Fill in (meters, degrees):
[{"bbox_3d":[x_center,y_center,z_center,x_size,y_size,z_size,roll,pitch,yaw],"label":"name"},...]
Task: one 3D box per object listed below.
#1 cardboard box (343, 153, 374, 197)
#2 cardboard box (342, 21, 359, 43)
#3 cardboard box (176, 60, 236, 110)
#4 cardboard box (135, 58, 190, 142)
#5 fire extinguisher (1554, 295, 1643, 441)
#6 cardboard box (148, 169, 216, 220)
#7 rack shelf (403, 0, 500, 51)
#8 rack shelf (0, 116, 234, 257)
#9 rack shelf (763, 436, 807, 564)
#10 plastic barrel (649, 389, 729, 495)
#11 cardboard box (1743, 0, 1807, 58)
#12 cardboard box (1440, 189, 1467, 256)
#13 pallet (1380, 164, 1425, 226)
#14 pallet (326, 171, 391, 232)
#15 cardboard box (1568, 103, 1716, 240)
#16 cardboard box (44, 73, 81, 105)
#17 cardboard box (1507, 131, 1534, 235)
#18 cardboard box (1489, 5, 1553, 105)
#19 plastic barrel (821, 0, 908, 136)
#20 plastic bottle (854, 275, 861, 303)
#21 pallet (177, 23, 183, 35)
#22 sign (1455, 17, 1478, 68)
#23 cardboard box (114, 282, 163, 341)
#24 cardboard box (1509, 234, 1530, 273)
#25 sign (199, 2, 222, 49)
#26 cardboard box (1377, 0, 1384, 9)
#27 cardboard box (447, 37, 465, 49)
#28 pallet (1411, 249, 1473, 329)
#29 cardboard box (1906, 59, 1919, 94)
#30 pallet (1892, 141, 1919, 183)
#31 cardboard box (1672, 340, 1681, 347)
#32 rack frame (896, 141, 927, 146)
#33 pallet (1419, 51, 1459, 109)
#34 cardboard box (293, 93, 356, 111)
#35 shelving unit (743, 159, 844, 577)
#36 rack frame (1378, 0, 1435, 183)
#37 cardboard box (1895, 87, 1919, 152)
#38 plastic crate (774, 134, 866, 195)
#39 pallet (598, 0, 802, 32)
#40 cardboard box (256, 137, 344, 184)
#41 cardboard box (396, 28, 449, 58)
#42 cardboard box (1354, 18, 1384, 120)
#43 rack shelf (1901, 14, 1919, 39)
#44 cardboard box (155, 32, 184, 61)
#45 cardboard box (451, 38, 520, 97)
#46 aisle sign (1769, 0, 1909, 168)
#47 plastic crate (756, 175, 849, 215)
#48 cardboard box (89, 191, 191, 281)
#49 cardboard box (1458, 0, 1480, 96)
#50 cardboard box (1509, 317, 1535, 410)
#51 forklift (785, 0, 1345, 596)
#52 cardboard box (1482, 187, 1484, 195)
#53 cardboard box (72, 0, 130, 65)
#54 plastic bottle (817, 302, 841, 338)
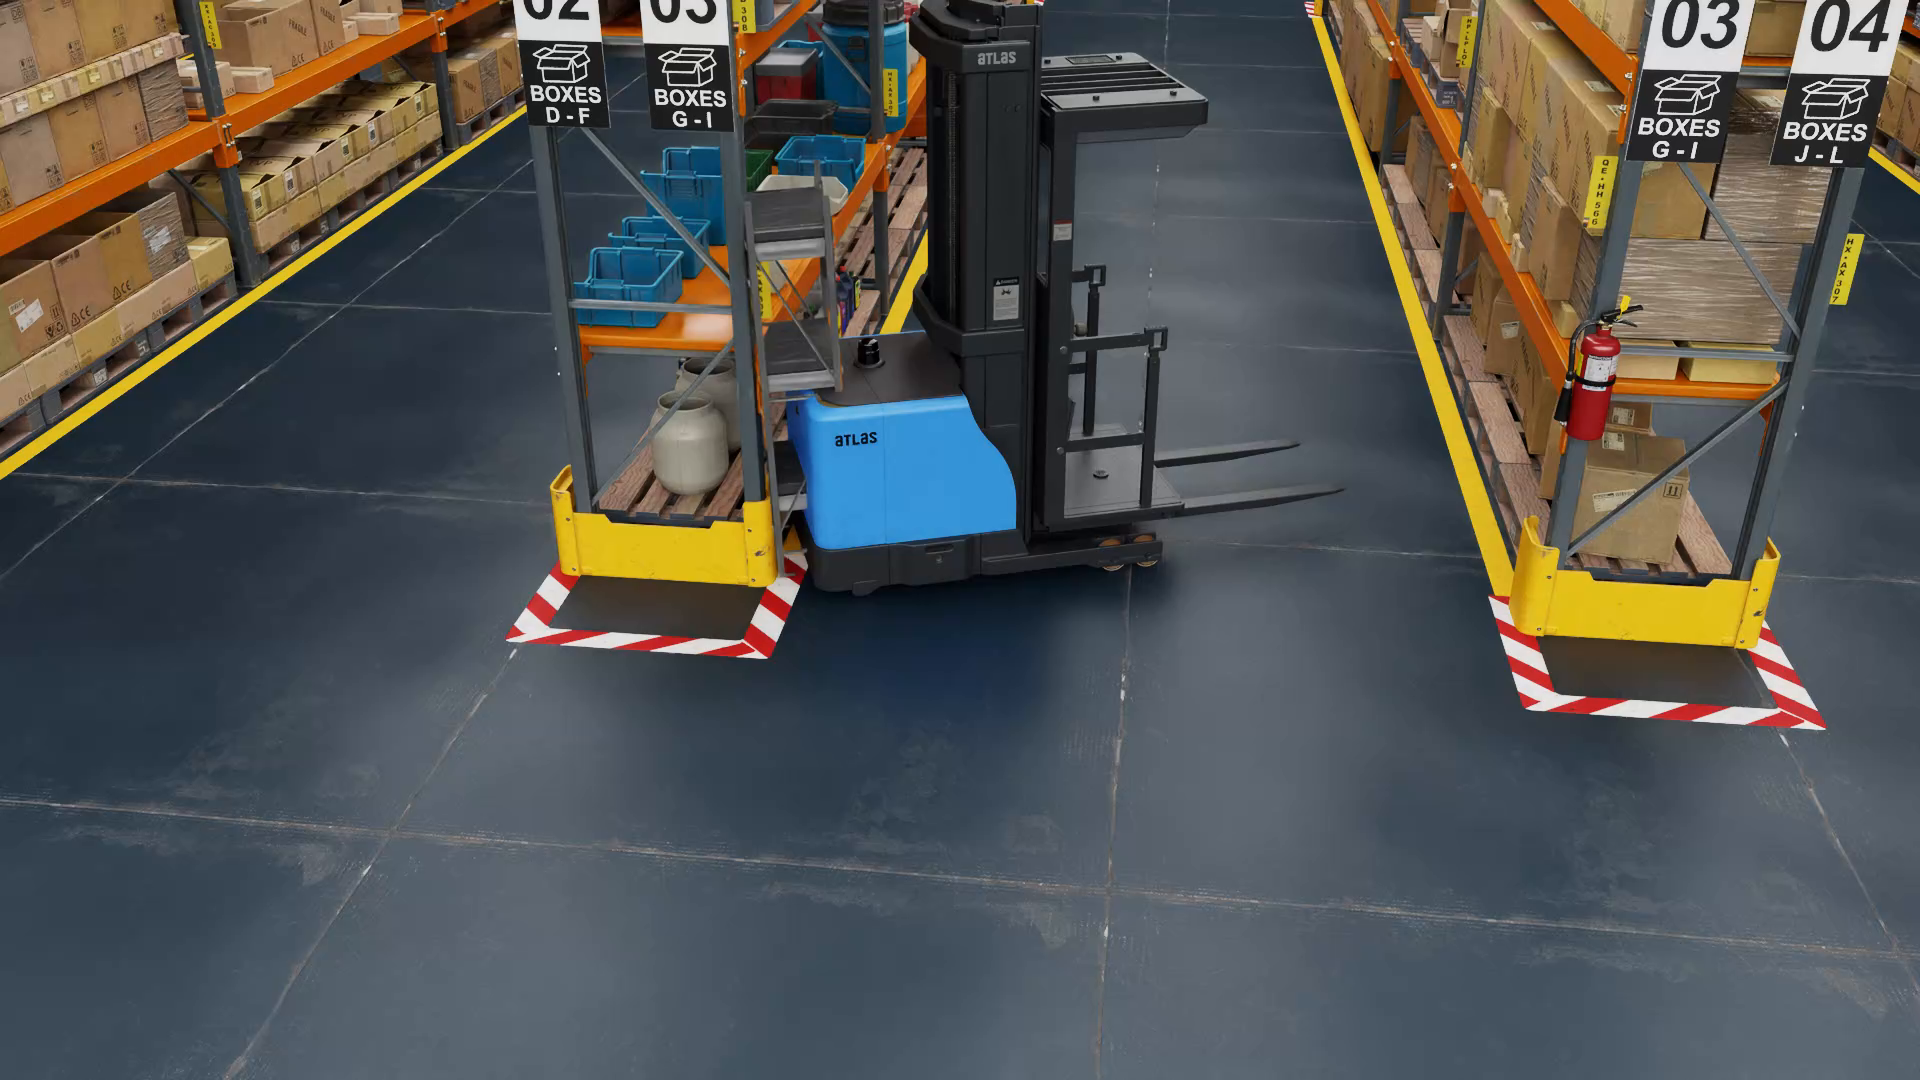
[{"bbox_3d":[-5.459,-3.191,14.466,0.500,0.250,0.500,4,29,7],"label":"cardboard box"},{"bbox_3d":[-5.552,-4.485,14.678,0.380,0.149,0.250,5,29,10],"label":"cardboard box"},{"bbox_3d":[-5.925,-3.485,12.714,0.500,0.250,0.500,5,29,9],"label":"cardboard box"},{"bbox_3d":[-5.990,-3.152,11.832,0.700,0.500,0.500,3,28,5],"label":"cardboard box"},{"bbox_3d":[2.928,-0.795,7.645,0.296,0.674,0.183,3,28,6],"label":"fire extinguisher"},{"bbox_3d":[-6.177,-2.745,13.048,0.500,0.311,0.500,3,28,6],"label":"cardboard box"},{"bbox_3d":[-5.207,-5.824,17.657,1.077,0.370,4.000,3,28,6],"label":"rack shelf"},{"bbox_3d":[-6.187,-2.059,10.667,1.077,0.370,4.000,3,28,6],"label":"rack shelf"},{"bbox_3d":[-0.813,-0.238,8.911,0.431,0.518,0.480,-6,33,-7],"label":"rack shelf"},{"bbox_3d":[-1.512,-0.548,9.285,0.421,0.512,0.421,0,28,0],"label":"plastic barrel"},{"bbox_3d":[3.714,-2.323,7.394,0.500,0.250,0.500,4,29,8],"label":"cardboard box"},{"bbox_3d":[4.063,-2.344,12.609,0.700,0.500,0.500,3,28,6],"label":"cardboard box"},{"bbox_3d":[4.282,-3.027,14.646,1.003,0.211,1.213,3,28,6],"label":"pallet"},{"bbox_3d":[-5.744,-3.014,14.622,1.003,0.211,1.213,3,28,6],"label":"pallet"},{"bbox_3d":[3.221,-1.745,7.853,0.500,0.500,0.500,3,28,6],"label":"cardboard box"},{"bbox_3d":[-5.920,-2.908,10.696,0.380,0.149,0.250,4,29,8],"label":"cardboard box"},{"bbox_3d":[3.613,-1.999,9.378,0.875,0.500,0.500,3,28,6],"label":"cardboard box"},{"bbox_3d":[3.522,-2.922,10.038,0.500,0.500,0.500,3,28,6],"label":"cardboard box"},{"bbox_3d":[-0.679,-3.412,11.892,0.600,0.901,0.708,3,28,6],"label":"plastic barrel"},{"bbox_3d":[-0.762,-1.800,11.915,0.097,0.201,0.097,0,28,0],"label":"plastic bottle"},{"bbox_3d":[-9.708,-6.494,21.082,1.003,0.211,1.213,3,28,6],"label":"pallet"},{"bbox_3d":[3.338,-3.280,10.954,0.100,0.325,0.005,3,28,6],"label":"sign"},{"bbox_3d":[-5.900,-1.589,11.493,0.500,0.250,0.500,3,28,6],"label":"cardboard box"},{"bbox_3d":[3.309,-1.604,9.330,0.380,0.149,0.250,3,28,6],"label":"cardboard box"},{"bbox_3d":[-5.391,-3.701,11.961,0.100,0.325,0.005,3,28,6],"label":"sign"},{"bbox_3d":[4.321,-5.392,15.990,0.500,0.500,0.500,2,28,5],"label":"cardboard box"},{"bbox_3d":[-5.507,-4.990,17.522,0.500,0.500,0.500,2,28,4],"label":"cardboard box"},{"bbox_3d":[3.983,-1.878,12.514,1.003,0.211,1.213,3,28,6],"label":"pallet"},{"bbox_3d":[9.164,-4.276,15.427,0.500,0.250,0.500,4,29,7],"label":"cardboard box"},{"bbox_3d":[9.387,-3.426,15.388,1.003,0.211,1.213,3,28,6],"label":"pallet"},{"bbox_3d":[3.720,-0.983,8.176,0.380,0.149,0.250,3,28,6],"label":"cardboard box"},{"bbox_3d":[-0.536,-4.910,15.201,1.000,3.000,0.127,3,28,6],"label":"rack frame"},{"bbox_3d":[4.177,-3.604,12.978,1.003,0.211,1.213,3,28,6],"label":"pallet"},{"bbox_3d":[-5.864,-3.944,15.273,0.500,0.311,0.500,3,28,5],"label":"cardboard box"},{"bbox_3d":[-0.827,-0.838,8.525,0.431,2.100,0.503,-6,33,-7],"label":"shelving unit"},{"bbox_3d":[4.379,-4.622,14.667,1.000,3.000,0.127,3,28,6],"label":"rack frame"},{"bbox_3d":[9.178,-3.940,15.593,0.500,0.500,0.500,4,29,8],"label":"cardboard box"},{"bbox_3d":[-0.893,-2.425,10.745,0.499,0.251,0.616,3,28,6],"label":"plastic crate"},{"bbox_3d":[-1.318,-2.765,8.257,1.003,0.211,1.213,3,28,6],"label":"pallet"},{"bbox_3d":[-5.516,-3.197,13.887,0.500,0.311,0.500,2,28,5],"label":"cardboard box"},{"bbox_3d":[-5.568,-5.104,16.942,0.500,0.250,0.500,4,29,8],"label":"cardboard box"},{"bbox_3d":[4.601,-4.614,16.450,1.225,0.875,0.875,3,29,6],"label":"cardboard box"},{"bbox_3d":[9.534,-4.911,15.962,1.077,0.370,4.000,3,28,6],"label":"rack shelf"},{"bbox_3d":[-5.763,-3.506,11.806,0.380,0.149,0.250,3,28,6],"label":"cardboard box"},{"bbox_3d":[-4.988,-4.973,17.490,0.500,0.500,0.500,3,28,6],"label":"cardboard box"},{"bbox_3d":[3.689,-1.954,6.974,0.394,0.787,0.004,3,28,6],"label":"aisle sign"},{"bbox_3d":[-0.974,-2.132,10.323,0.530,0.136,0.437,3,28,6],"label":"plastic crate"},{"bbox_3d":[-5.855,-2.156,11.754,0.500,0.500,0.500,3,28,6],"label":"cardboard box"},{"bbox_3d":[4.125,-3.554,11.609,1.000,1.000,1.000,4,29,7],"label":"cardboard box"},{"bbox_3d":[3.740,-1.071,10.268,0.500,0.500,0.500,1,28,2],"label":"cardboard box"},{"bbox_3d":[0.610,-1.362,8.687,3.031,2.935,1.130,-7,29,-12],"label":"forklift"},{"bbox_3d":[3.496,-2.191,10.418,0.380,0.149,0.250,3,28,6],"label":"cardboard box"},{"bbox_3d":[-6.051,-3.485,11.082,0.700,0.500,0.500,3,28,6],"label":"cardboard box"},{"bbox_3d":[-0.883,-1.492,11.187,0.144,0.351,0.185,3,28,6],"label":"plastic bottle"}]
